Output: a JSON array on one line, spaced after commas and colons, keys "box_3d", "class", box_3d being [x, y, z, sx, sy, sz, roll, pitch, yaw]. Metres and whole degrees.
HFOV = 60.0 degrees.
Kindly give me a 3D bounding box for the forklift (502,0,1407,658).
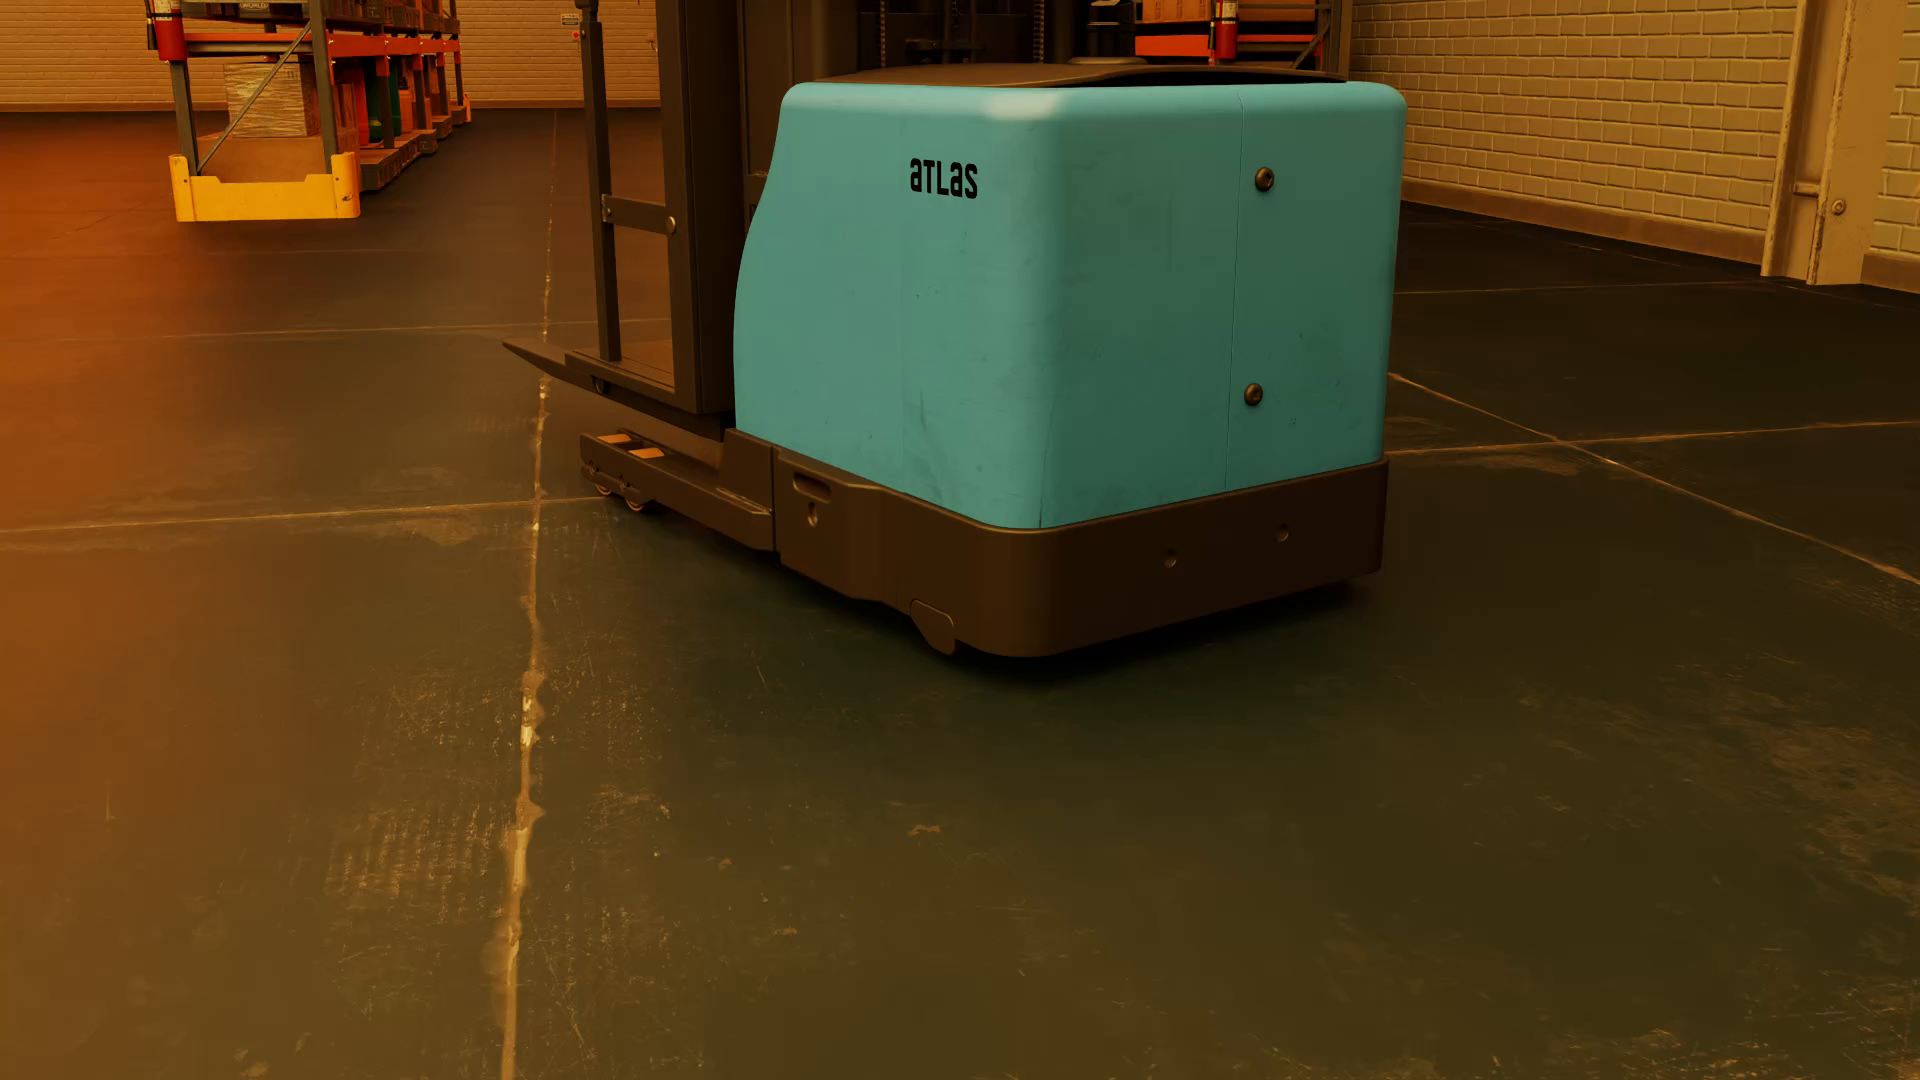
[{"box_3d": [-0.350, -1.547, 4.075, 1.130, 2.935, 3.031, -11, 20, -34], "class": "forklift"}]
